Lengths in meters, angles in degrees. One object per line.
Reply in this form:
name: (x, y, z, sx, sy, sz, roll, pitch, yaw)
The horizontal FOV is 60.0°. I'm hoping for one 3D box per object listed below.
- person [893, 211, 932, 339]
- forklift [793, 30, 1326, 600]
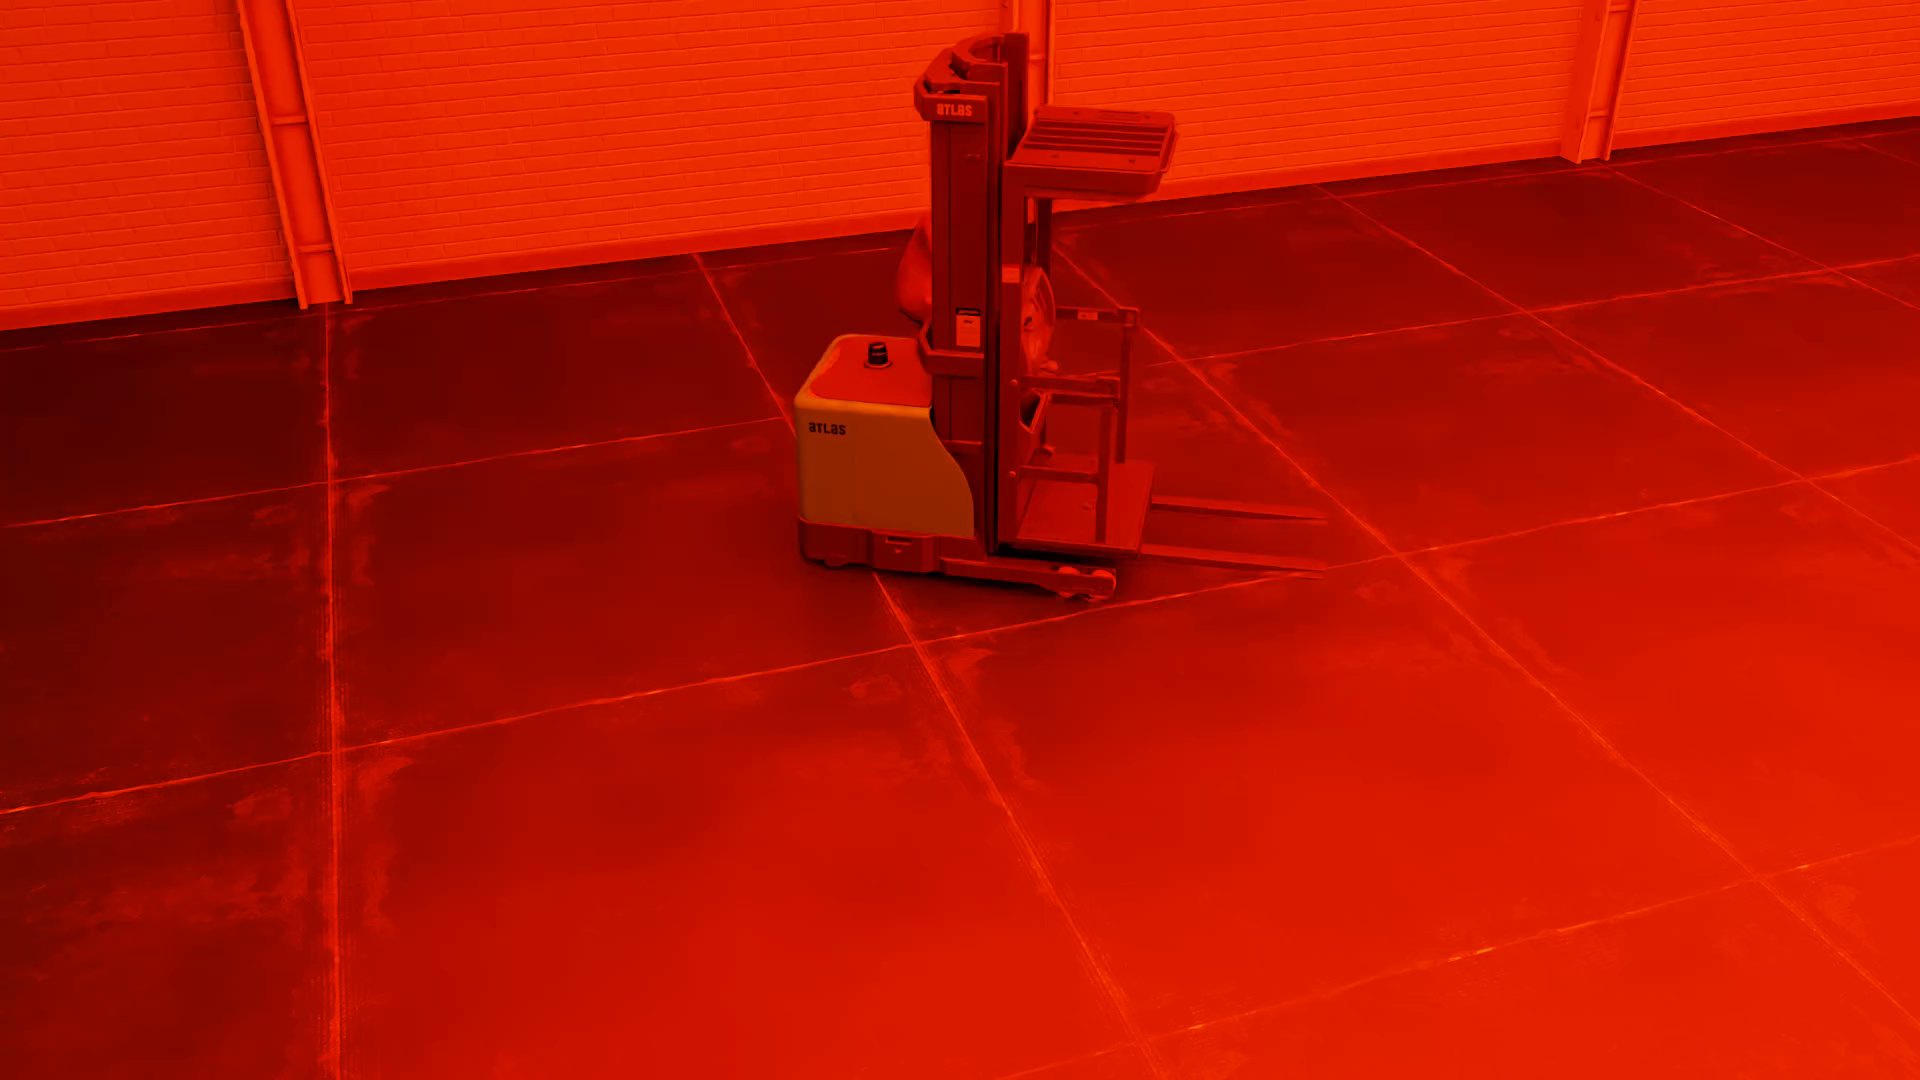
person: (0.023, -1.767, 11.633, 0.992, 1.501, 0.844, -8, 31, -14)
forklift: (0.620, -1.219, 9.206, 3.031, 2.935, 1.130, 6, 30, 10)
